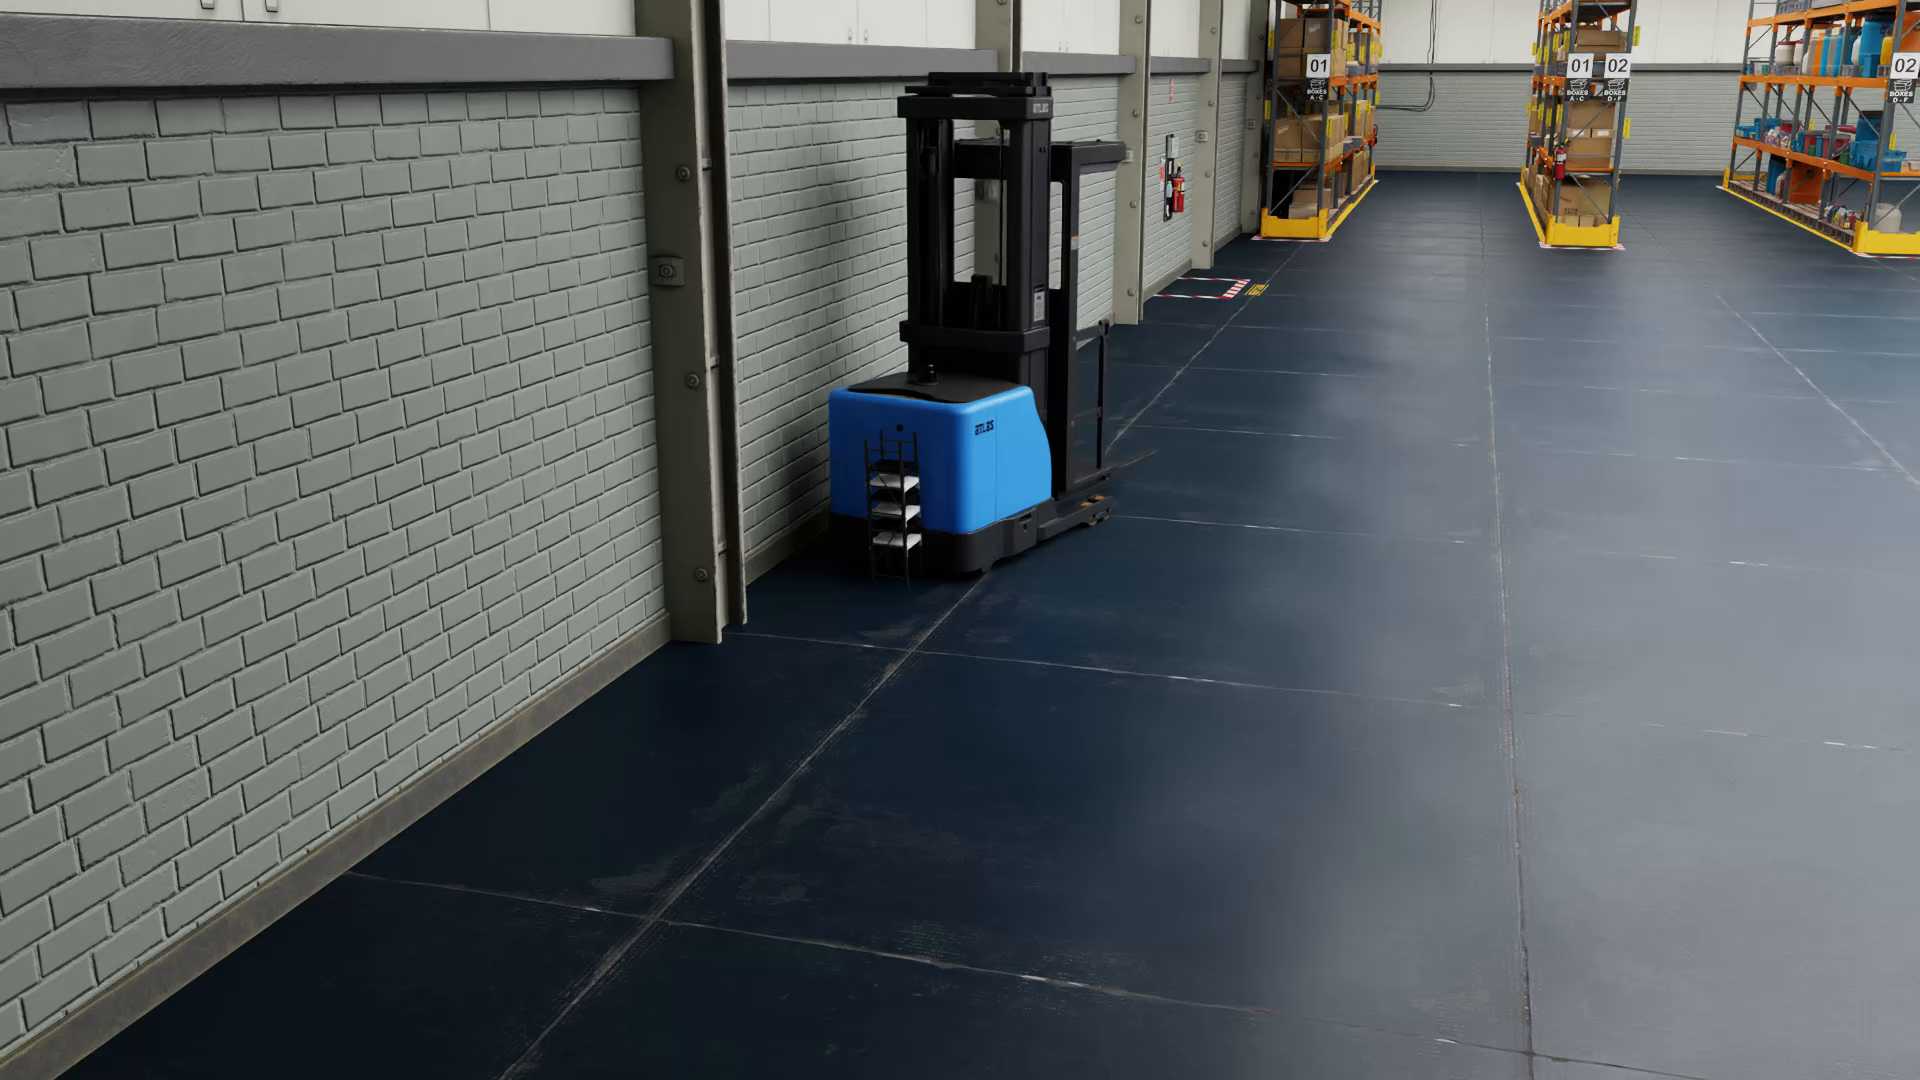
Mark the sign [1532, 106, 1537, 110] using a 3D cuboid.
[{"bbox_3d":[13.705,-10.193,39.682,0.100,0.325,0.005,5,16,16],"label":"sign"}]

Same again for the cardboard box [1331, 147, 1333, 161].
[{"bbox_3d":[6.644,-7.158,30.805,0.500,0.250,0.500,4,16,14],"label":"cardboard box"}]

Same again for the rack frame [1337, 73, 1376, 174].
[{"bbox_3d":[10.614,-11.166,44.700,1.000,3.000,0.127,5,16,16],"label":"rack frame"}]

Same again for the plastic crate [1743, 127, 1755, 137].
[{"bbox_3d":[19.352,-9.963,40.653,0.416,0.233,0.300,5,16,16],"label":"plastic crate"}]

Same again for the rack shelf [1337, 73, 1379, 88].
[{"bbox_3d":[10.045,-11.740,42.544,1.077,0.370,4.000,5,16,16],"label":"rack shelf"}]

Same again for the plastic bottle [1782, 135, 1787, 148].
[{"bbox_3d":[17.771,-8.573,35.793,0.097,0.271,0.097,0,16,0],"label":"plastic bottle"}]

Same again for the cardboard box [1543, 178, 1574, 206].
[{"bbox_3d":[11.238,-6.525,31.231,0.500,0.500,0.500,5,16,16],"label":"cardboard box"}]

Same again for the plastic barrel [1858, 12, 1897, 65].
[{"bbox_3d":[16.317,-8.892,29.499,0.600,0.901,0.708,5,16,16],"label":"plastic barrel"}]

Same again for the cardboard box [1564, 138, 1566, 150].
[{"bbox_3d":[11.254,-7.033,29.946,0.700,0.500,0.500,5,17,16],"label":"cardboard box"}]

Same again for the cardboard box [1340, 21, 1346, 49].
[{"bbox_3d":[7.037,-9.575,31.540,0.500,0.500,0.500,4,16,14],"label":"cardboard box"}]

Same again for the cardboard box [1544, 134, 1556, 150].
[{"bbox_3d":[12.651,-8.428,35.210,0.500,0.311,0.500,4,16,15],"label":"cardboard box"}]

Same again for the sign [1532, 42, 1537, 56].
[{"bbox_3d":[14.844,-12.689,42.968,0.100,0.325,0.005,5,16,16],"label":"sign"}]

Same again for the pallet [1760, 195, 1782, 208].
[{"bbox_3d":[18.372,-7.491,36.853,1.003,0.211,1.213,5,16,16],"label":"pallet"}]

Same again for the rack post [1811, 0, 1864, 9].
[{"bbox_3d":[17.179,-10.762,31.916,1.013,1.000,3.121,5,16,16],"label":"rack post"}]

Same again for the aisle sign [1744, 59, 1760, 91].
[{"bbox_3d":[19.848,-11.690,41.784,0.394,0.787,0.004,5,16,16],"label":"aisle sign"}]

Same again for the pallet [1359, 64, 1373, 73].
[{"bbox_3d":[9.720,-11.733,41.365,1.003,0.211,1.213,5,16,16],"label":"pallet"}]

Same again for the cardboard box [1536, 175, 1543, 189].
[{"bbox_3d":[12.519,-7.587,35.321,0.500,0.311,0.500,4,16,14],"label":"cardboard box"}]

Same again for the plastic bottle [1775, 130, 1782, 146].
[{"bbox_3d":[18.045,-8.841,36.592,0.144,0.351,0.185,5,16,16],"label":"plastic bottle"}]

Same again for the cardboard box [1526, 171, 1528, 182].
[{"bbox_3d":[14.331,-9.022,41.261,0.500,0.311,0.500,5,16,16],"label":"cardboard box"}]

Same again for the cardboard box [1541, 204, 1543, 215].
[{"bbox_3d":[11.385,-6.294,31.793,0.500,0.250,0.500,5,16,16],"label":"cardboard box"}]

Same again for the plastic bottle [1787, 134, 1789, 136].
[{"bbox_3d":[18.060,-8.724,36.303,0.061,0.283,0.133,5,16,16],"label":"plastic bottle"}]

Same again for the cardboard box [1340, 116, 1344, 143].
[{"bbox_3d":[7.229,-8.046,32.564,0.500,0.500,0.500,5,16,16],"label":"cardboard box"}]

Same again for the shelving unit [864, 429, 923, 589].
[{"bbox_3d":[-0.388,-0.183,9.797,0.258,0.900,0.210,7,22,23],"label":"shelving unit"}]

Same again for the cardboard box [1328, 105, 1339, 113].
[{"bbox_3d":[8.194,-9.467,36.531,0.380,0.149,0.250,2,16,7],"label":"cardboard box"}]

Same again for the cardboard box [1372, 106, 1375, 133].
[{"bbox_3d":[10.479,-11.176,44.185,0.980,0.700,0.700,5,17,18],"label":"cardboard box"}]

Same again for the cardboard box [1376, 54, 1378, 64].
[{"bbox_3d":[10.660,-12.575,43.492,0.500,0.250,0.500,5,17,18],"label":"cardboard box"}]

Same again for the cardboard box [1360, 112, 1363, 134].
[{"bbox_3d":[9.164,-9.784,39.062,0.500,0.500,0.500,5,17,17],"label":"cardboard box"}]

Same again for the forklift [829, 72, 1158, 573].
[{"bbox_3d":[0.390,-1.560,10.957,1.130,2.935,3.031,10,18,31],"label":"forklift"}]

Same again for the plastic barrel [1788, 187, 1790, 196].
[{"bbox_3d":[18.036,-7.594,35.895,0.421,0.512,0.421,0,16,0],"label":"plastic barrel"}]

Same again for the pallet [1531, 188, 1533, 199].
[{"bbox_3d":[14.033,-8.179,39.279,1.003,0.211,1.213,5,16,16],"label":"pallet"}]

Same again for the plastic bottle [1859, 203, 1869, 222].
[{"bbox_3d":[16.657,-6.016,30.590,0.144,0.351,0.185,5,16,16],"label":"plastic bottle"}]

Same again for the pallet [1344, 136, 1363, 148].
[{"bbox_3d":[8.240,-8.786,36.660,1.213,0.211,1.003,5,16,16],"label":"pallet"}]

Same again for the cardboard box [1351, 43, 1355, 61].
[{"bbox_3d":[8.693,-11.194,38.310,0.700,0.500,0.500,6,17,19],"label":"cardboard box"}]

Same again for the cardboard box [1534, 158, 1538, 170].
[{"bbox_3d":[13.430,-8.606,38.073,0.500,0.250,0.500,4,16,15],"label":"cardboard box"}]

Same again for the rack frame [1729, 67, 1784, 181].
[{"bbox_3d":[20.112,-10.398,41.991,1.000,3.000,0.127,5,16,16],"label":"rack frame"}]

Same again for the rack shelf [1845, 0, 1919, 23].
[{"bbox_3d":[16.134,-9.083,28.412,1.077,0.370,4.000,5,16,16],"label":"rack shelf"}]

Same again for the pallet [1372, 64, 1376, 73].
[{"bbox_3d":[10.068,-12.051,42.486,1.003,0.211,1.213,5,16,16],"label":"pallet"}]

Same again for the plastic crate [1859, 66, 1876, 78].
[{"bbox_3d":[15.993,-8.208,29.161,0.336,0.188,0.450,5,16,16],"label":"plastic crate"}]

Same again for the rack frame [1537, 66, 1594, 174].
[{"bbox_3d":[13.091,-8.690,35.970,1.000,3.000,0.127,5,16,16],"label":"rack frame"}]

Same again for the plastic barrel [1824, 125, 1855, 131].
[{"bbox_3d":[17.998,-8.225,34.082,0.600,0.536,0.708,5,16,16],"label":"plastic barrel"}]

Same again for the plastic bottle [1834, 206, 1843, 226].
[{"bbox_3d":[15.901,-5.856,30.026,0.144,0.351,0.185,4,16,15],"label":"plastic bottle"}]

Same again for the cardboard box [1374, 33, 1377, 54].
[{"bbox_3d":[10.224,-12.531,41.962,0.500,0.500,0.500,5,17,16],"label":"cardboard box"}]

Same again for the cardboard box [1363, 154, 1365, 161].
[{"bbox_3d":[10.060,-9.694,42.133,0.380,0.149,0.250,5,17,18],"label":"cardboard box"}]

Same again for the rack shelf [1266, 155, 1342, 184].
[{"bbox_3d":[6.635,-7.157,31.884,1.077,0.370,4.000,5,16,16],"label":"rack shelf"}]

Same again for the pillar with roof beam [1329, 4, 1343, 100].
[{"bbox_3d":[14.679,-14.492,45.431,9.100,9.000,0.400,5,16,16],"label":"pillar with roof beam"}]

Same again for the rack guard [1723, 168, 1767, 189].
[{"bbox_3d":[20.107,-9.203,42.358,1.175,0.500,0.348,5,16,16],"label":"rack guard"}]

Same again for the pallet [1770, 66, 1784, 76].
[{"bbox_3d":[18.847,-10.491,37.168,1.213,0.211,1.003,5,16,16],"label":"pallet"}]

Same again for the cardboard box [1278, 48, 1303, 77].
[{"bbox_3d":[5.943,-8.610,29.970,0.500,0.500,0.500,6,17,20],"label":"cardboard box"}]

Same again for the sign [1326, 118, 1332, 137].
[{"bbox_3d":[6.587,-7.355,29.675,0.100,0.325,0.005,5,16,16],"label":"sign"}]

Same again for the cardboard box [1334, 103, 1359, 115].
[{"bbox_3d":[8.725,-9.741,37.536,0.500,0.250,0.500,5,17,17],"label":"cardboard box"}]

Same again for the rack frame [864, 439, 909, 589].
[{"bbox_3d":[-0.429,-0.149,9.710,0.240,0.900,0.006,7,22,23],"label":"rack frame"}]

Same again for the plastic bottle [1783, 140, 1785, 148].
[{"bbox_3d":[17.744,-8.514,35.712,0.097,0.201,0.097,0,16,0],"label":"plastic bottle"}]

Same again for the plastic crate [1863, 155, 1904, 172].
[{"bbox_3d":[15.421,-6.294,27.797,0.499,0.251,0.616,5,16,16],"label":"plastic crate"}]
